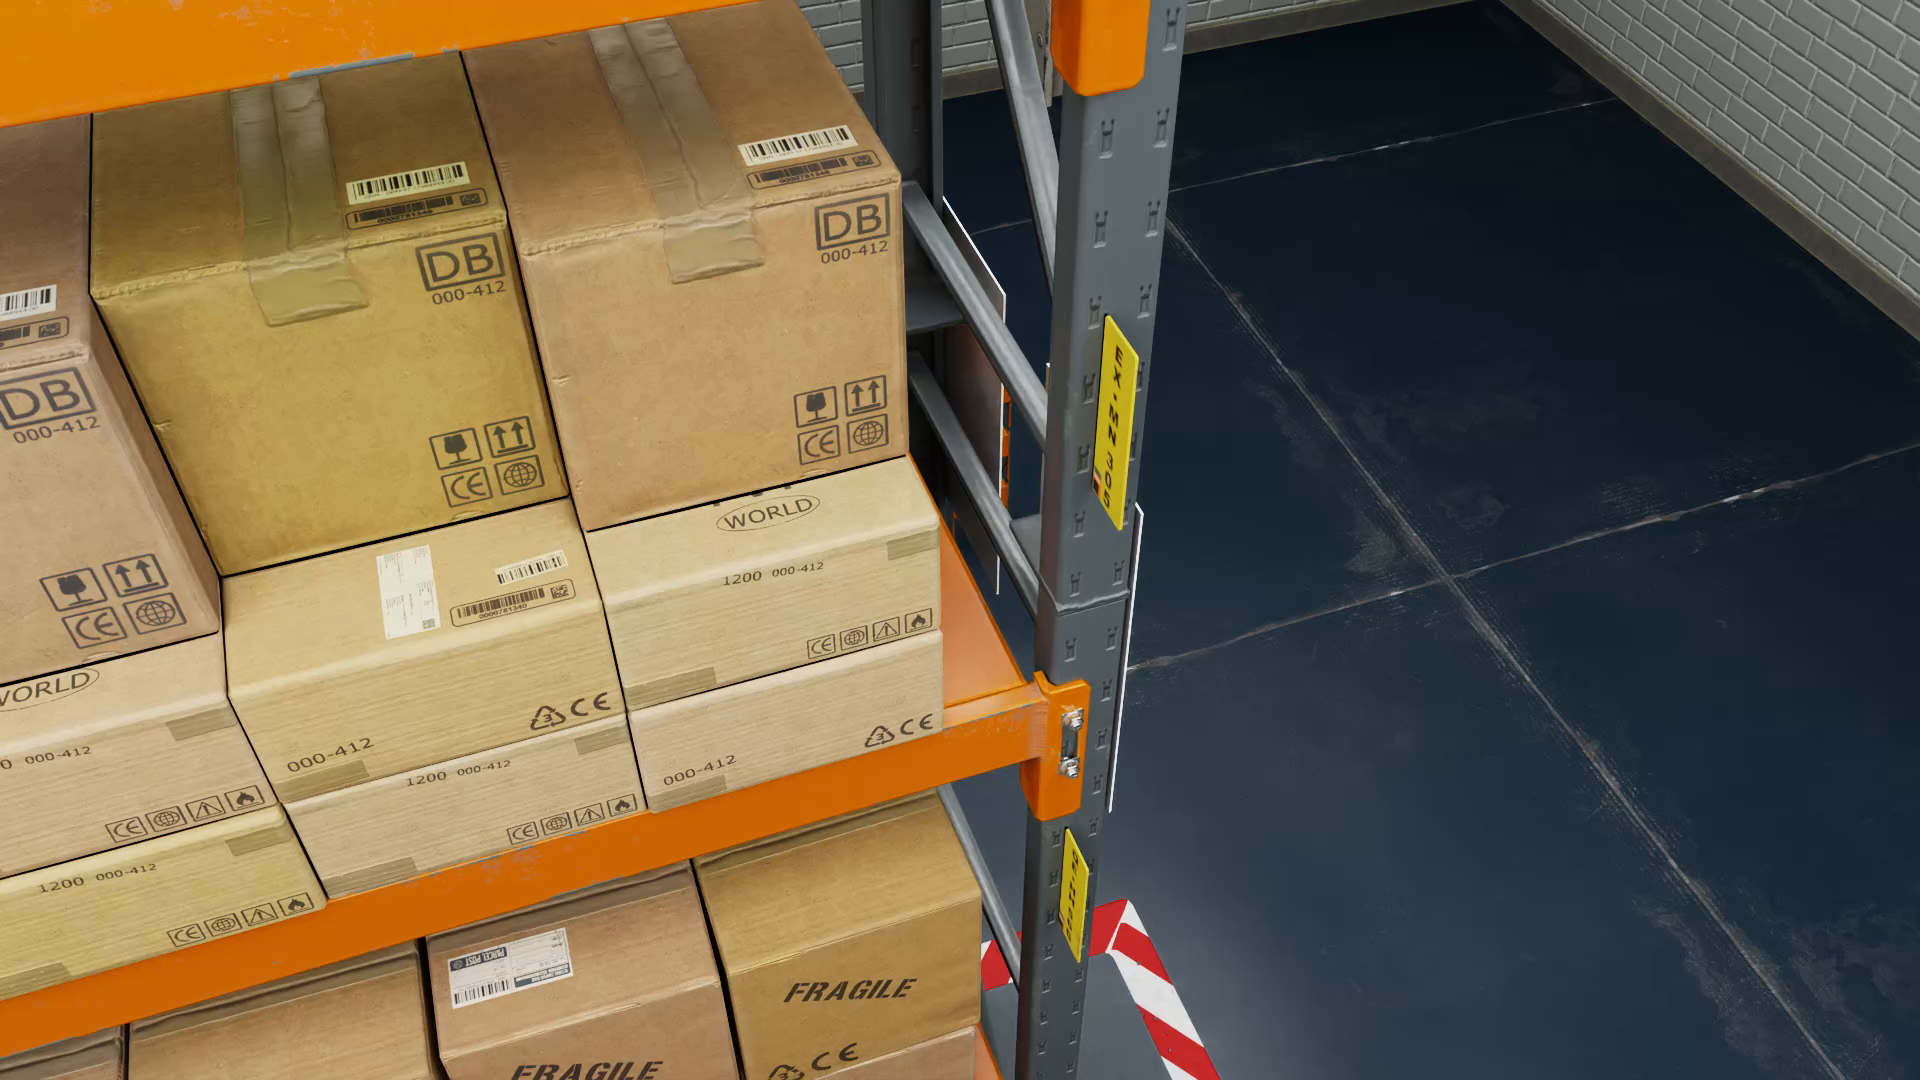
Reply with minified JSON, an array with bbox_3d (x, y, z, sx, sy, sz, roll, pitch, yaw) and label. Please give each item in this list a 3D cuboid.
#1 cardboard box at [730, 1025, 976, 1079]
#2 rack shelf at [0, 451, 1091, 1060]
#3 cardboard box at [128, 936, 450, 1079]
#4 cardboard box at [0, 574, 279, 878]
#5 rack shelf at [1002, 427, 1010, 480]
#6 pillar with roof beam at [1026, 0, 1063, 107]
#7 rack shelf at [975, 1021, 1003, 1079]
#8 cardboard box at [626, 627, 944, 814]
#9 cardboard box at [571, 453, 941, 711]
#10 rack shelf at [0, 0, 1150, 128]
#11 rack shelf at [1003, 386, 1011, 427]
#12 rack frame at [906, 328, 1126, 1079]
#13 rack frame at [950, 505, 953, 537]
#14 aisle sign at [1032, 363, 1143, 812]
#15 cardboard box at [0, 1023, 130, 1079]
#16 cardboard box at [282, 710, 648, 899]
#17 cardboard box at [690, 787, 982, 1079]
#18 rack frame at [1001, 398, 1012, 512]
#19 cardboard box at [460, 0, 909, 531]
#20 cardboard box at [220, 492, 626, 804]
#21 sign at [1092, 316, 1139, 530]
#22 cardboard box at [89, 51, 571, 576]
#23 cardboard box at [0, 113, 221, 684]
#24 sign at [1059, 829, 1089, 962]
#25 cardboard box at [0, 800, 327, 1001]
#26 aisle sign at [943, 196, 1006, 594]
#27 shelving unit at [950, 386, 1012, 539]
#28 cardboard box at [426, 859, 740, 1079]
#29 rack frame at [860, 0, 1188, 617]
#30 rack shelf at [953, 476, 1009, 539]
[{"bbox_3d":[-0.280,1.090,3.785,0.500,0.500,0.500,-13,47,-13],"label":"cardboard box"},{"bbox_3d":[-1.832,0.512,2.821,4.000,0.370,1.077,-14,47,-14],"label":"rack shelf"},{"bbox_3d":[-1.237,0.988,3.180,0.500,0.500,0.500,-13,47,-13],"label":"cardboard box"},{"bbox_3d":[-1.289,0.185,2.392,0.500,0.250,0.500,-14,47,-14],"label":"cardboard box"},{"bbox_3d":[0.050,-0.376,6.708,0.240,0.259,0.215,-14,47,-14],"label":"rack shelf"},{"bbox_3d":[2.071,-2.938,3.635,0.400,9.000,9.100,-14,47,-14],"label":"pillar with roof beam"},{"bbox_3d":[-1.832,1.571,3.884,4.000,0.370,1.077,-14,47,-14],"label":"rack shelf"},{"bbox_3d":[-0.345,0.129,2.801,0.500,0.250,0.500,-14,47,-14],"label":"cardboard box"},{"bbox_3d":[-0.348,-0.053,2.629,0.500,0.250,0.500,-14,47,-14],"label":"cardboard box"},{"bbox_3d":[-1.832,-0.545,1.760,4.000,0.370,1.077,-14,47,-14],"label":"rack shelf"},{"bbox_3d":[0.050,-0.576,6.507,0.240,0.259,0.215,-14,47,-14],"label":"rack shelf"},{"bbox_3d":[0.049,0.836,4.108,0.127,3.000,1.000,-14,47,-14],"label":"rack frame"},{"bbox_3d":[-0.064,-0.354,6.671,0.008,1.050,0.200,-14,47,-14],"label":"rack frame"},{"bbox_3d":[0.217,0.106,3.000,0.004,0.787,0.394,-14,47,-14],"label":"aisle sign"},{"bbox_3d":[-1.720,1.112,3.057,0.500,0.500,0.500,-13,47,-13],"label":"cardboard box"},{"bbox_3d":[-0.819,0.242,2.688,0.500,0.250,0.500,-14,47,-14],"label":"cardboard box"},{"bbox_3d":[-0.276,0.738,3.429,0.500,0.500,0.500,-15,47,-14],"label":"cardboard box"},{"bbox_3d":[0.165,-0.413,6.730,0.008,1.050,0.200,-14,47,-14],"label":"rack frame"},{"bbox_3d":[-0.429,-0.477,2.522,0.500,0.500,0.700,-14,47,-14],"label":"cardboard box"},{"bbox_3d":[-0.818,0.068,2.509,0.500,0.250,0.500,-14,47,-14],"label":"cardboard box"},{"bbox_3d":[0.219,-0.161,2.359,0.005,0.325,0.100,-14,47,-14],"label":"sign"},{"bbox_3d":[-0.928,-0.413,2.458,0.500,0.500,0.700,-14,47,-14],"label":"cardboard box"},{"bbox_3d":[-1.362,-0.221,2.268,0.500,0.500,0.700,-14,47,-14],"label":"cardboard box"},{"bbox_3d":[0.219,0.690,3.213,0.005,0.325,0.100,-14,47,-14],"label":"sign"},{"bbox_3d":[-1.285,0.371,2.560,0.500,0.250,0.500,-14,47,-14],"label":"cardboard box"},{"bbox_3d":[0.013,-0.294,3.399,0.004,0.787,0.394,-14,47,-14],"label":"aisle sign"},{"bbox_3d":[0.050,-0.383,6.700,0.252,1.050,0.215,-14,47,-14],"label":"shelving unit"},{"bbox_3d":[-0.751,0.860,3.308,0.500,0.500,0.500,-13,47,-13],"label":"cardboard box"},{"bbox_3d":[0.049,-1.282,1.983,0.127,3.000,1.000,-14,47,-14],"label":"rack frame"},{"bbox_3d":[0.050,-0.180,6.905,0.240,0.259,0.215,-14,47,-14],"label":"rack shelf"}]
